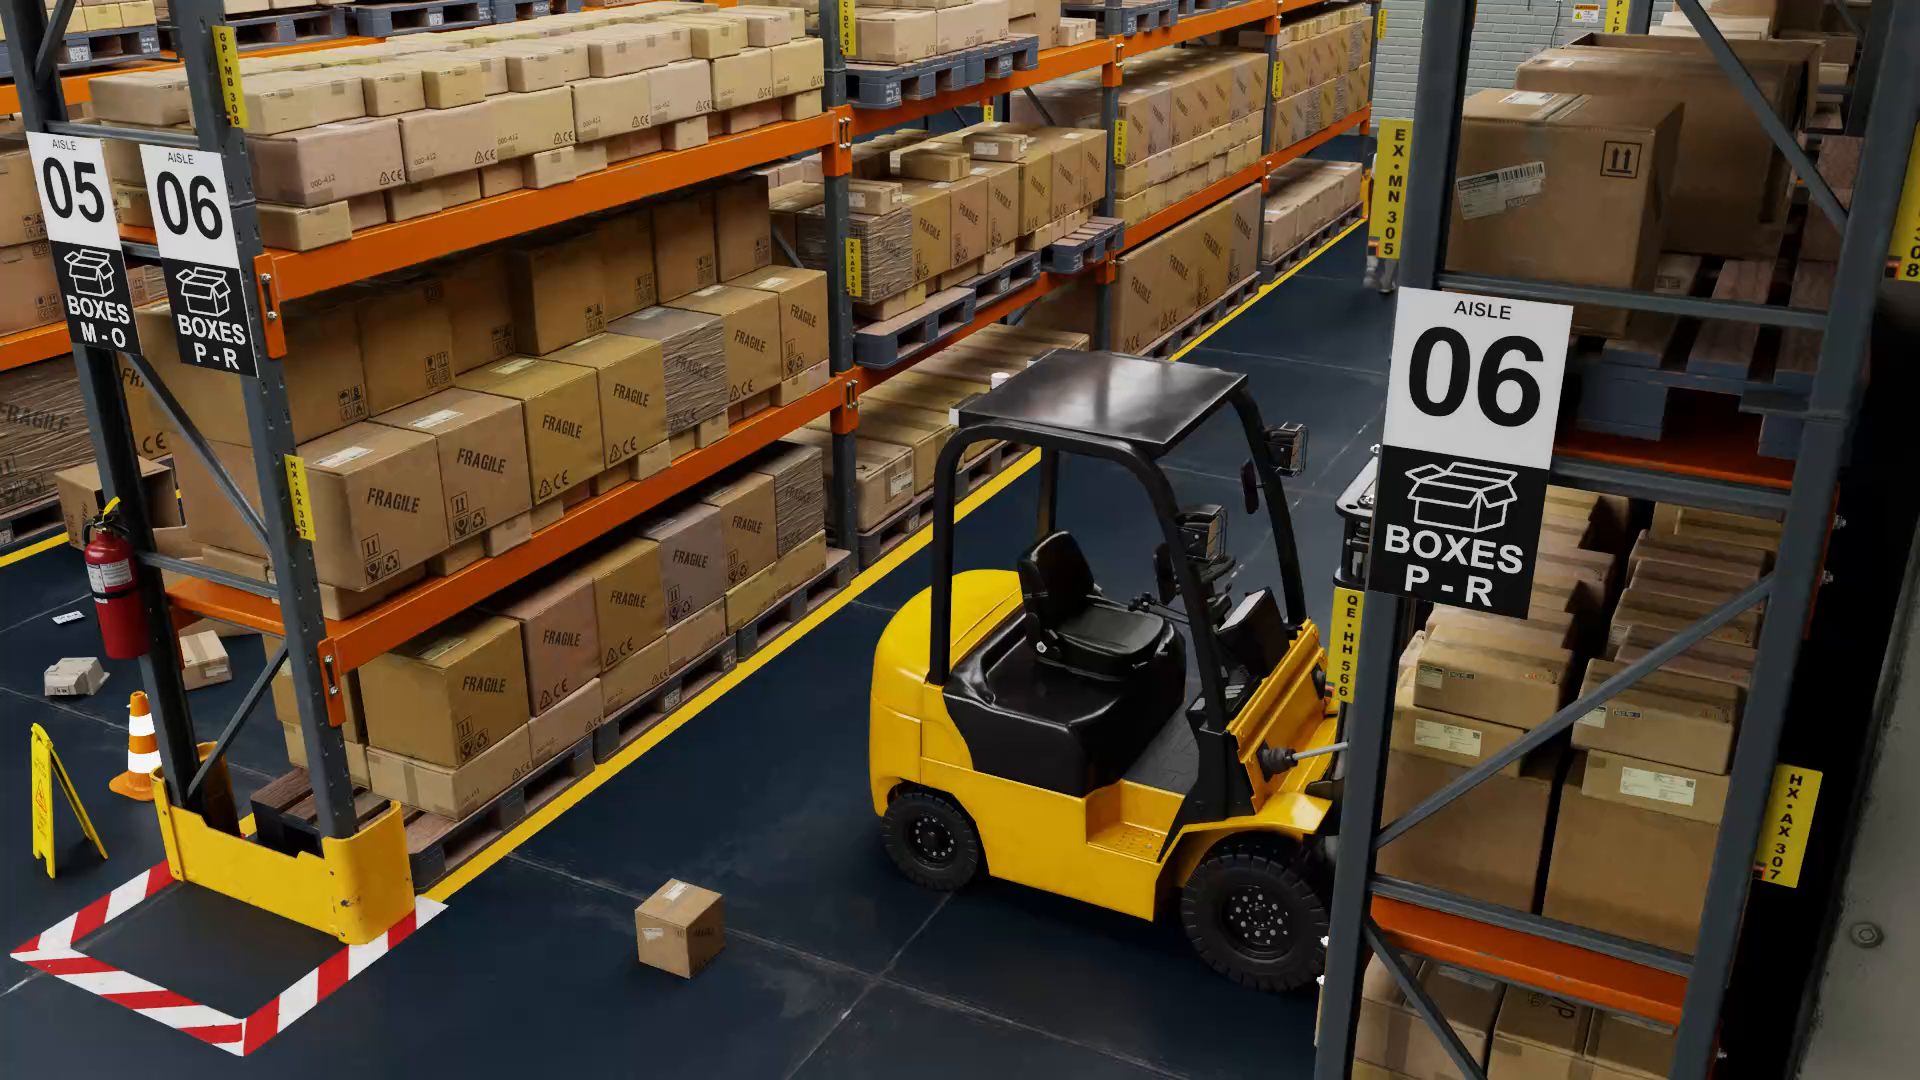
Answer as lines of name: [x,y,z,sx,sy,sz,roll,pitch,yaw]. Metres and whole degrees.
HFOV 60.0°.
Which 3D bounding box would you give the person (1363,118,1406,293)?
person: [4.201,-3.255,16.206,0.442,1.678,0.444,11,25,25]
